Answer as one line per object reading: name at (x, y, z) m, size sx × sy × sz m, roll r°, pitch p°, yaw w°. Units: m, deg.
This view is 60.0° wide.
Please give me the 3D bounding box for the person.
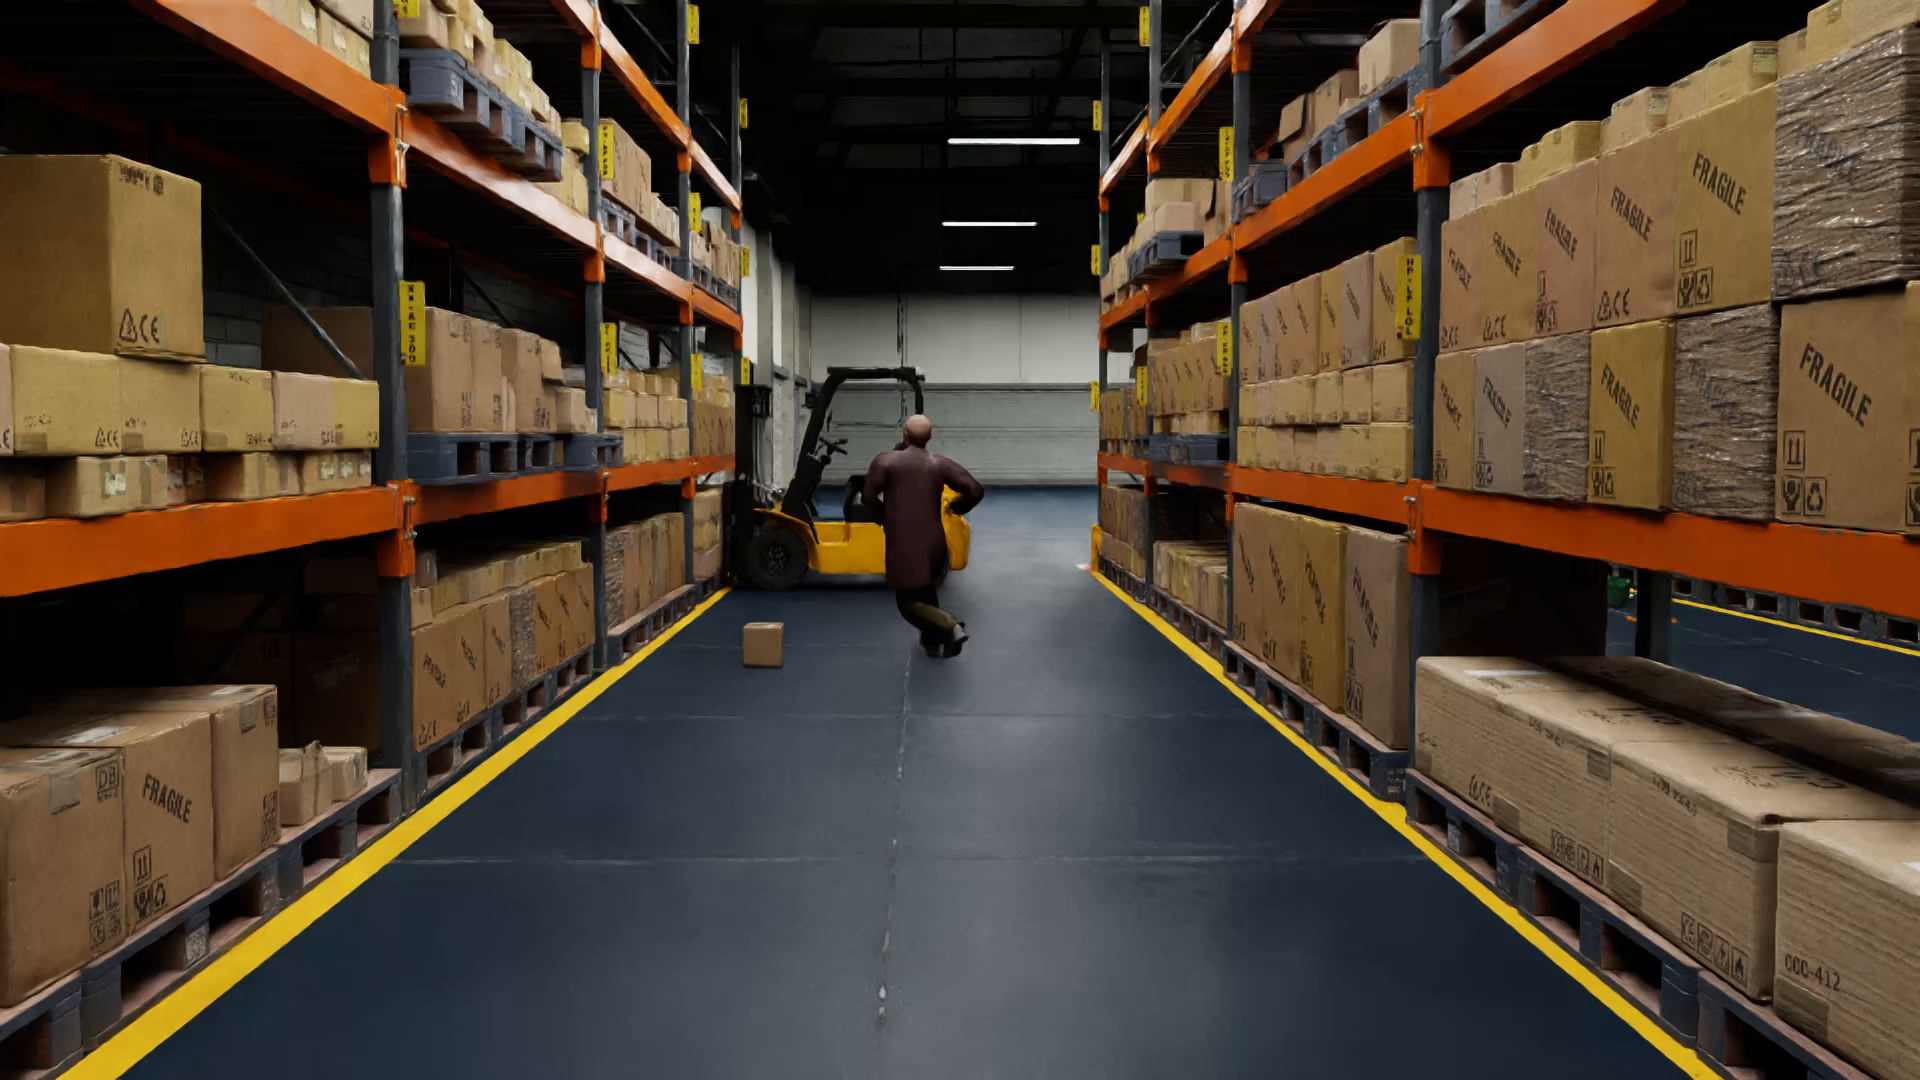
person at (-0.281, -0.008, 10.949) m, size 0.770 × 1.635 × 1.079 m, roll -2°, pitch 4°, yaw -30°
